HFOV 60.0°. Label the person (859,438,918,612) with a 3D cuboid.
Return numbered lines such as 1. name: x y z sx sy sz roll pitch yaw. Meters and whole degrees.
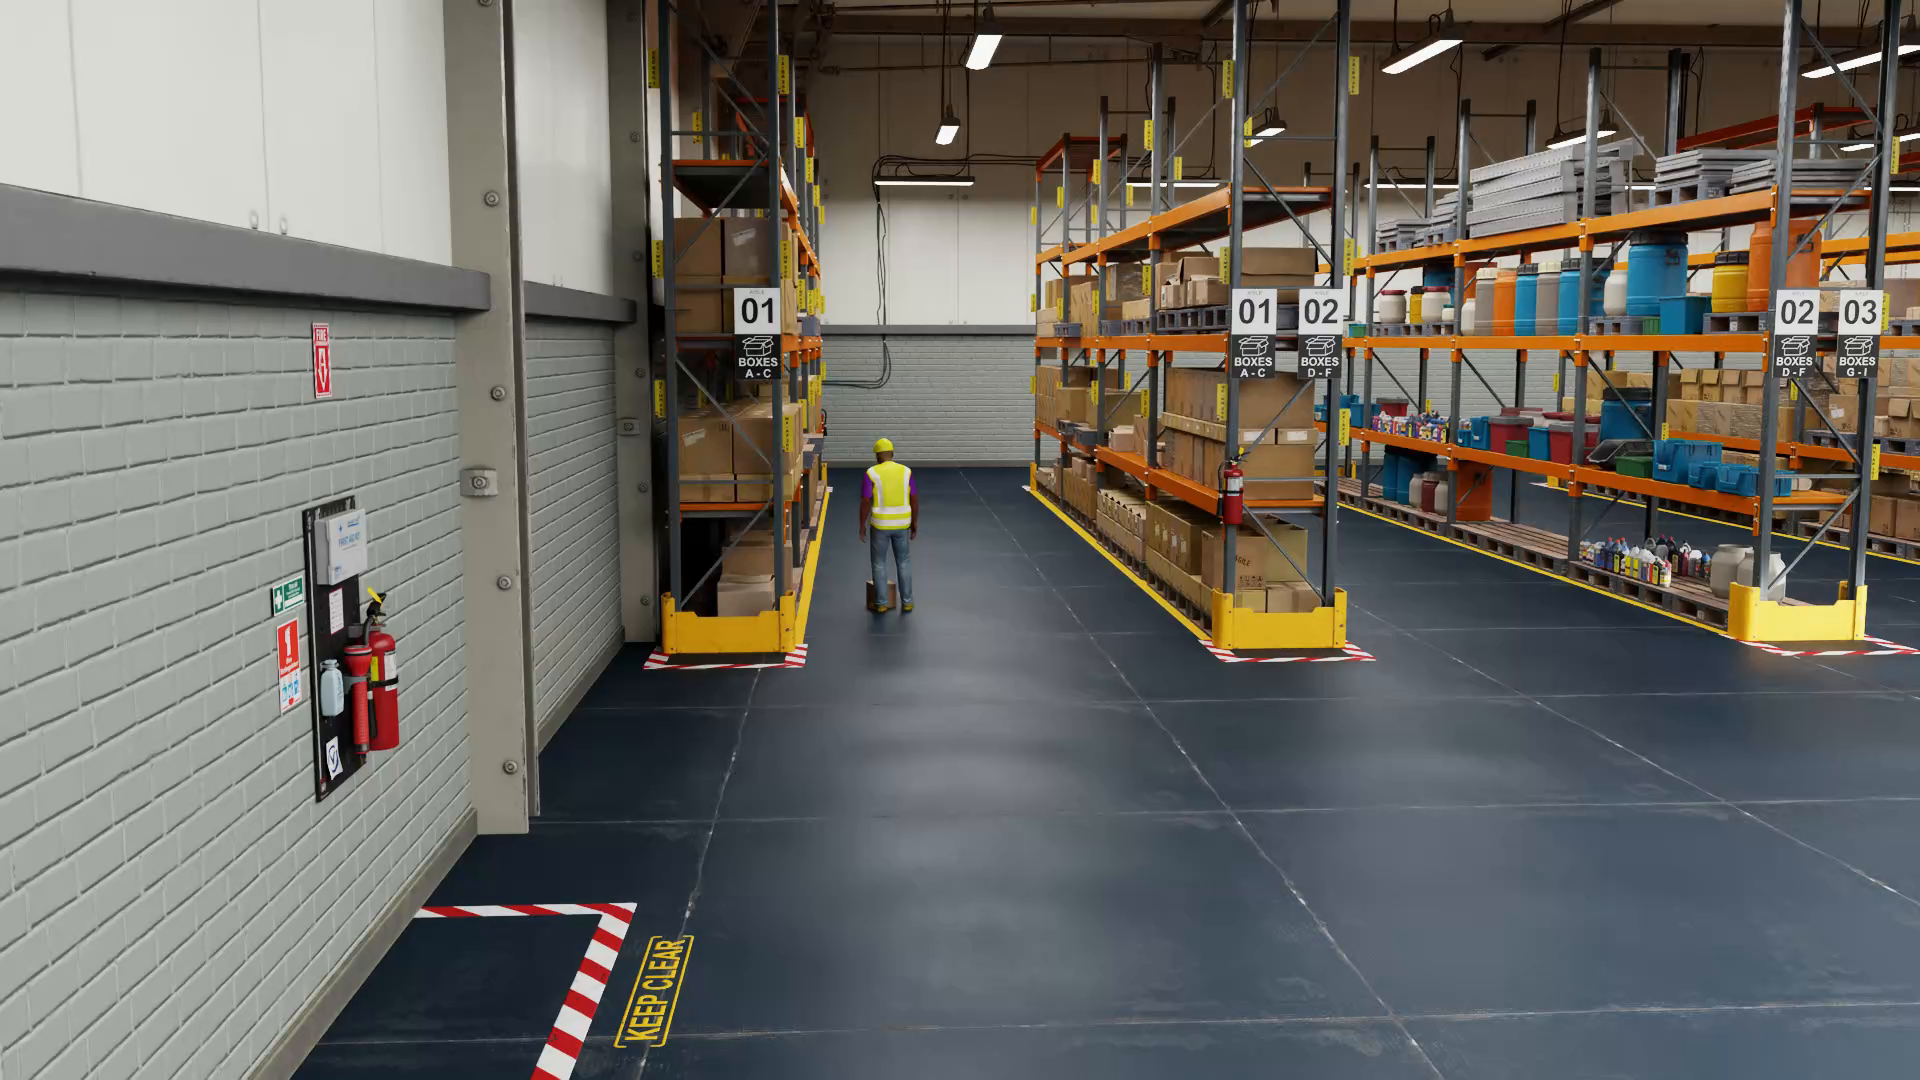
1. person: -0.733 -0.157 16.990 0.632 1.759 0.462 -3 7 -20
